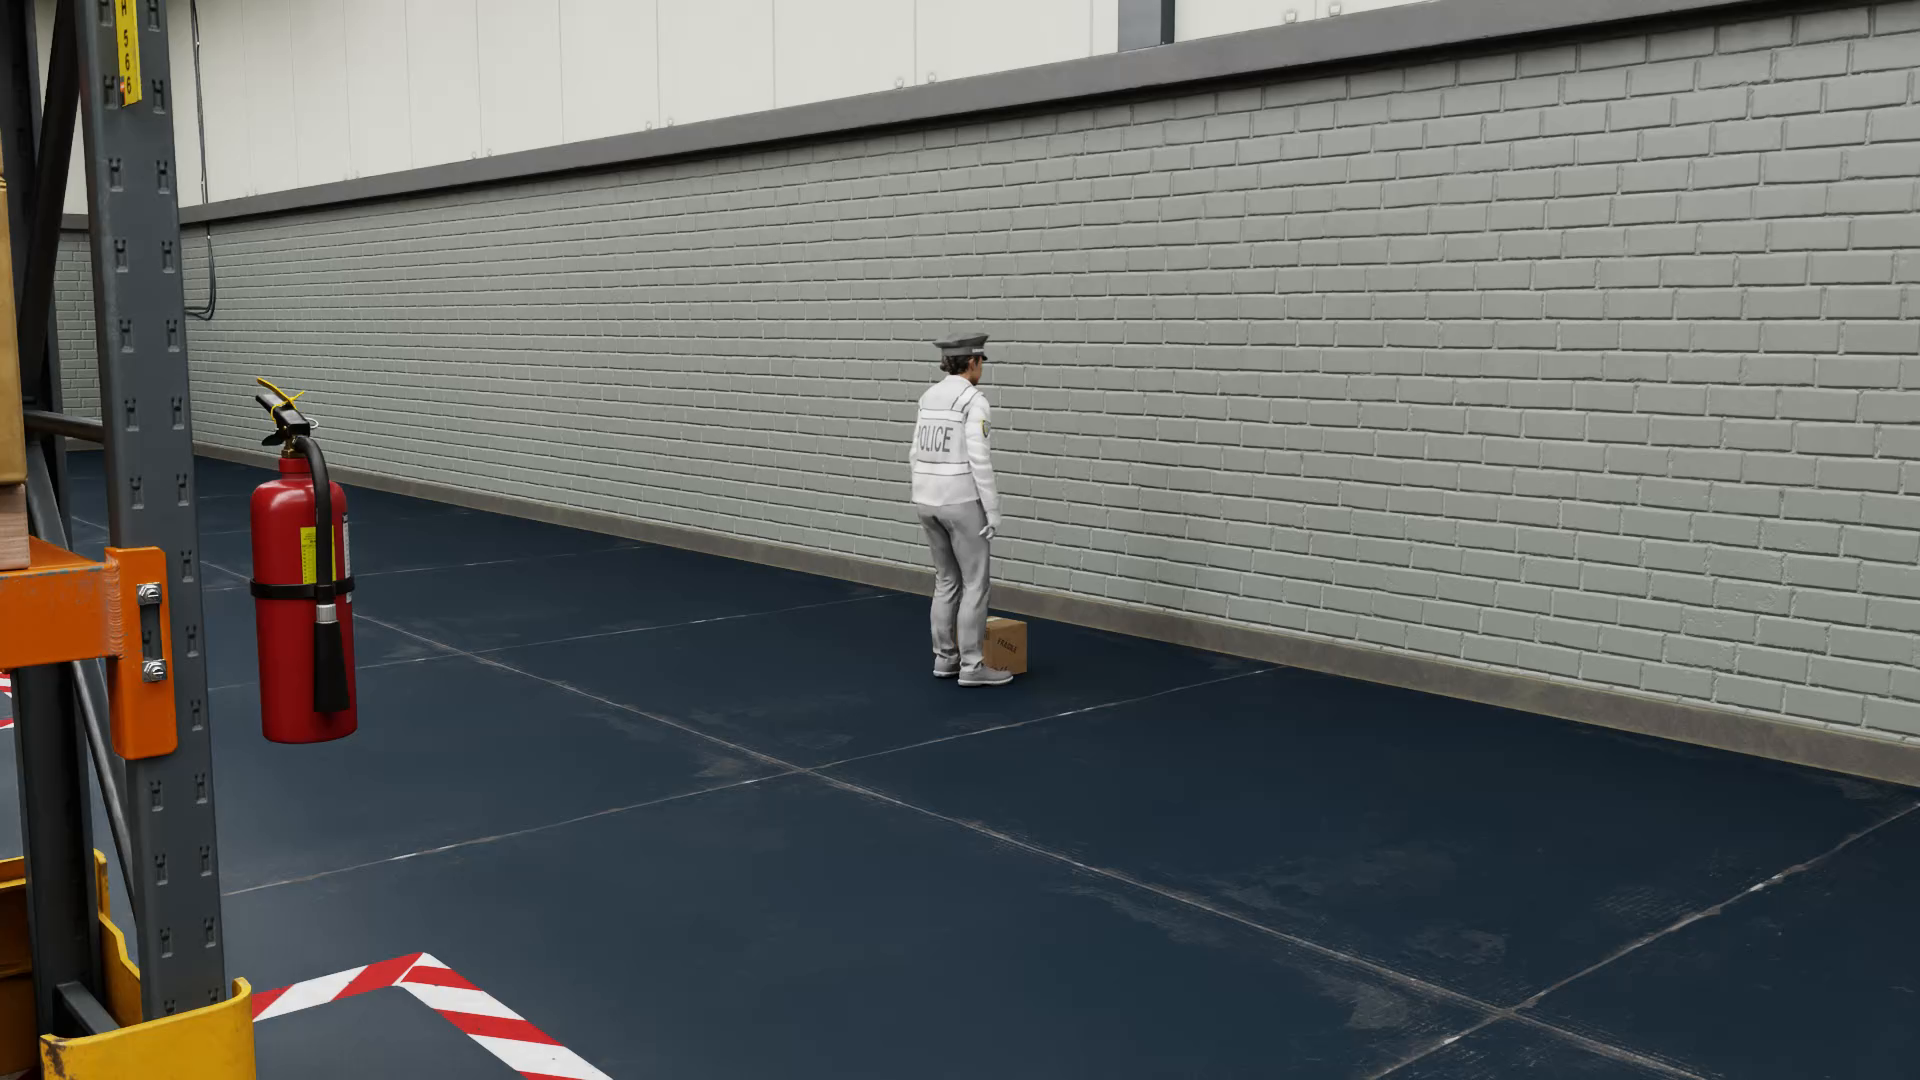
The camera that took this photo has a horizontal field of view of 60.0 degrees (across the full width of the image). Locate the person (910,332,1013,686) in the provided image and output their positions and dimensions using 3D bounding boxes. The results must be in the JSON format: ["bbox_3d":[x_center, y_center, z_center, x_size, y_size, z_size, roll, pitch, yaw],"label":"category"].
[{"bbox_3d":[-0.007,-0.153,7.935,0.404,1.663,0.530,-7,10,-41],"label":"person"}]
